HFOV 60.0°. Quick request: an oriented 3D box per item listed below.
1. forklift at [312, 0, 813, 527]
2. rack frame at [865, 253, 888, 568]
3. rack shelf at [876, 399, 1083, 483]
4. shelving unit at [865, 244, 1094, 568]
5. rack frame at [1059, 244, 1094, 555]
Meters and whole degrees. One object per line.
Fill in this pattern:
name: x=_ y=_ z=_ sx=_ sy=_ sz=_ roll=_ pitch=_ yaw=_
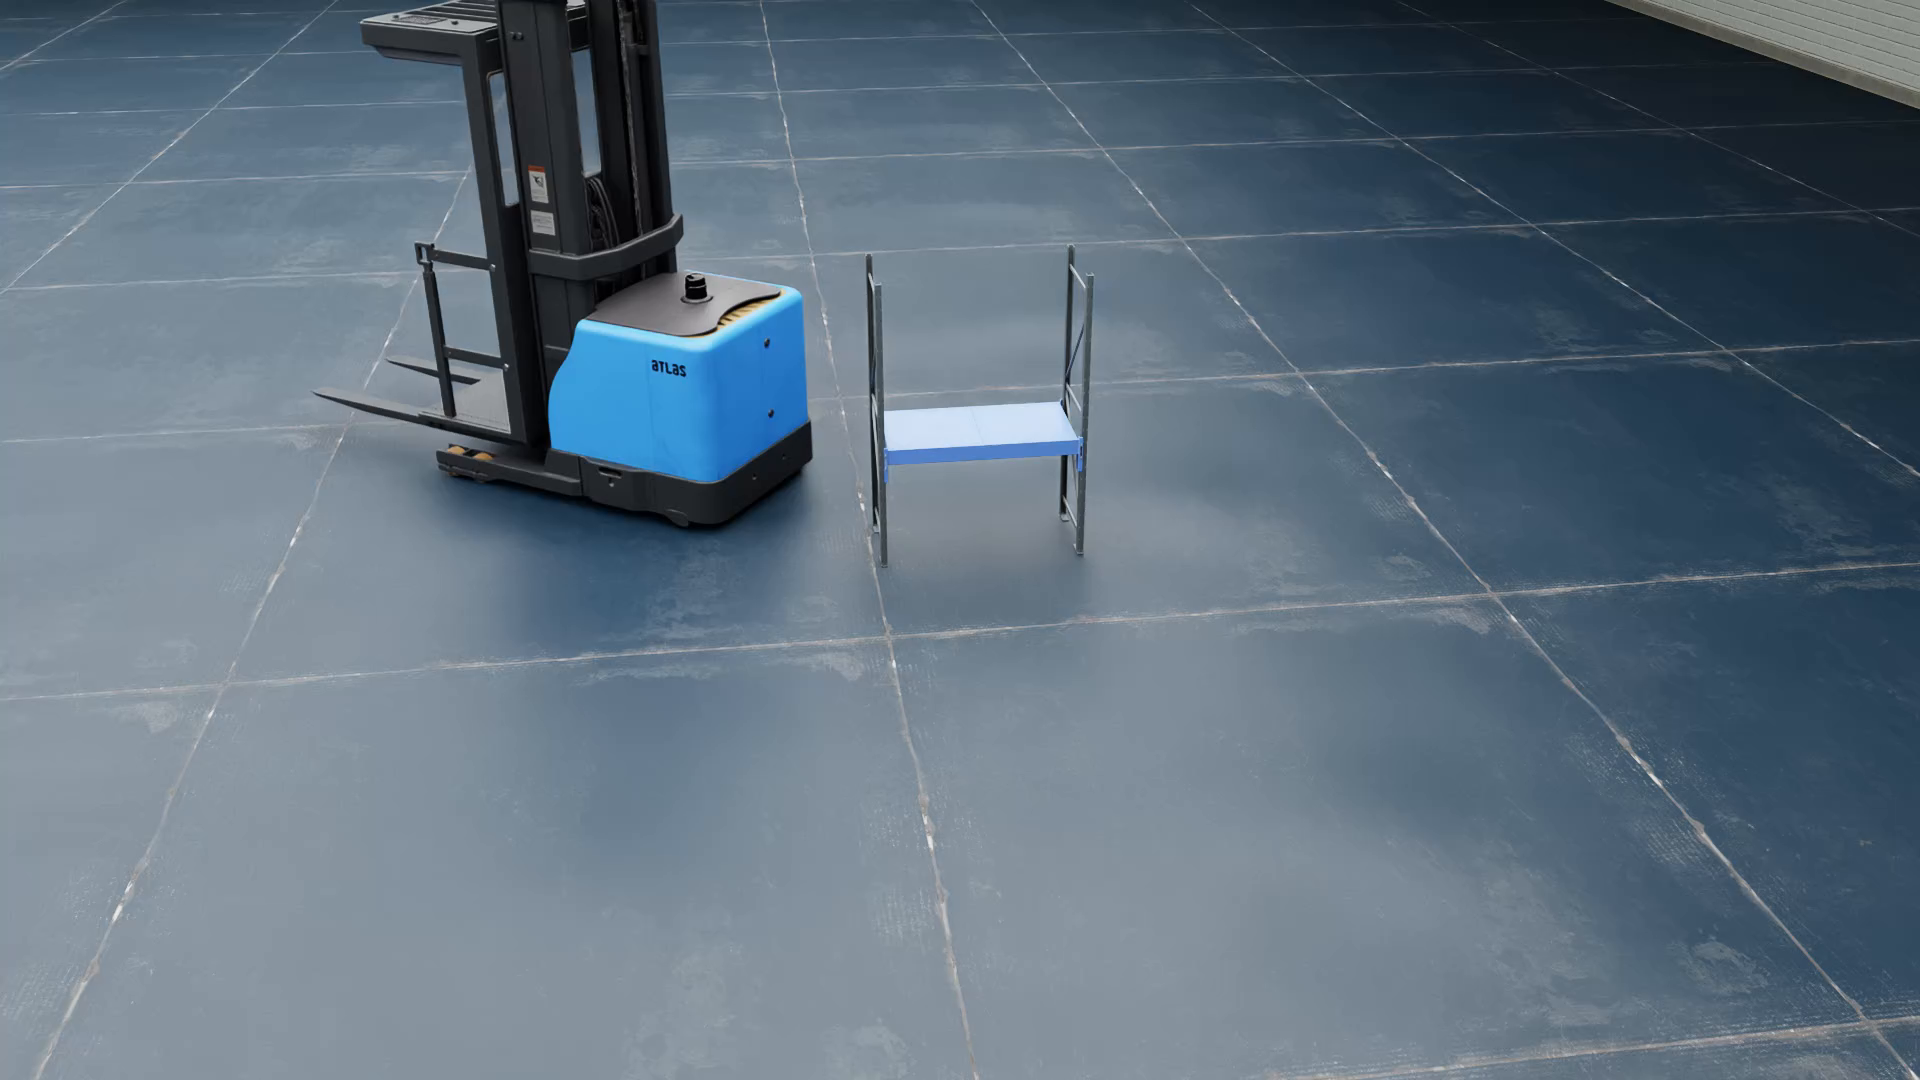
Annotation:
forklift: x=-2.396 y=-1.827 z=9.100 sx=3.031 sy=2.935 sz=1.130 roll=13 pitch=30 yaw=23
rack frame: x=-0.419 y=-0.640 z=8.355 sx=0.032 sy=1.500 sz=0.500 roll=-4 pitch=27 yaw=-7
rack shelf: x=0.084 y=-0.513 z=8.500 sx=1.000 sy=0.185 sz=0.538 roll=-4 pitch=27 yaw=-7
shelving unit: x=0.084 y=-0.673 z=8.418 sx=1.048 sy=1.500 sz=0.538 roll=-4 pitch=27 yaw=-7
rack frame: x=0.588 y=-0.705 z=8.481 sx=0.032 sy=1.500 sz=0.500 roll=-4 pitch=27 yaw=-7
